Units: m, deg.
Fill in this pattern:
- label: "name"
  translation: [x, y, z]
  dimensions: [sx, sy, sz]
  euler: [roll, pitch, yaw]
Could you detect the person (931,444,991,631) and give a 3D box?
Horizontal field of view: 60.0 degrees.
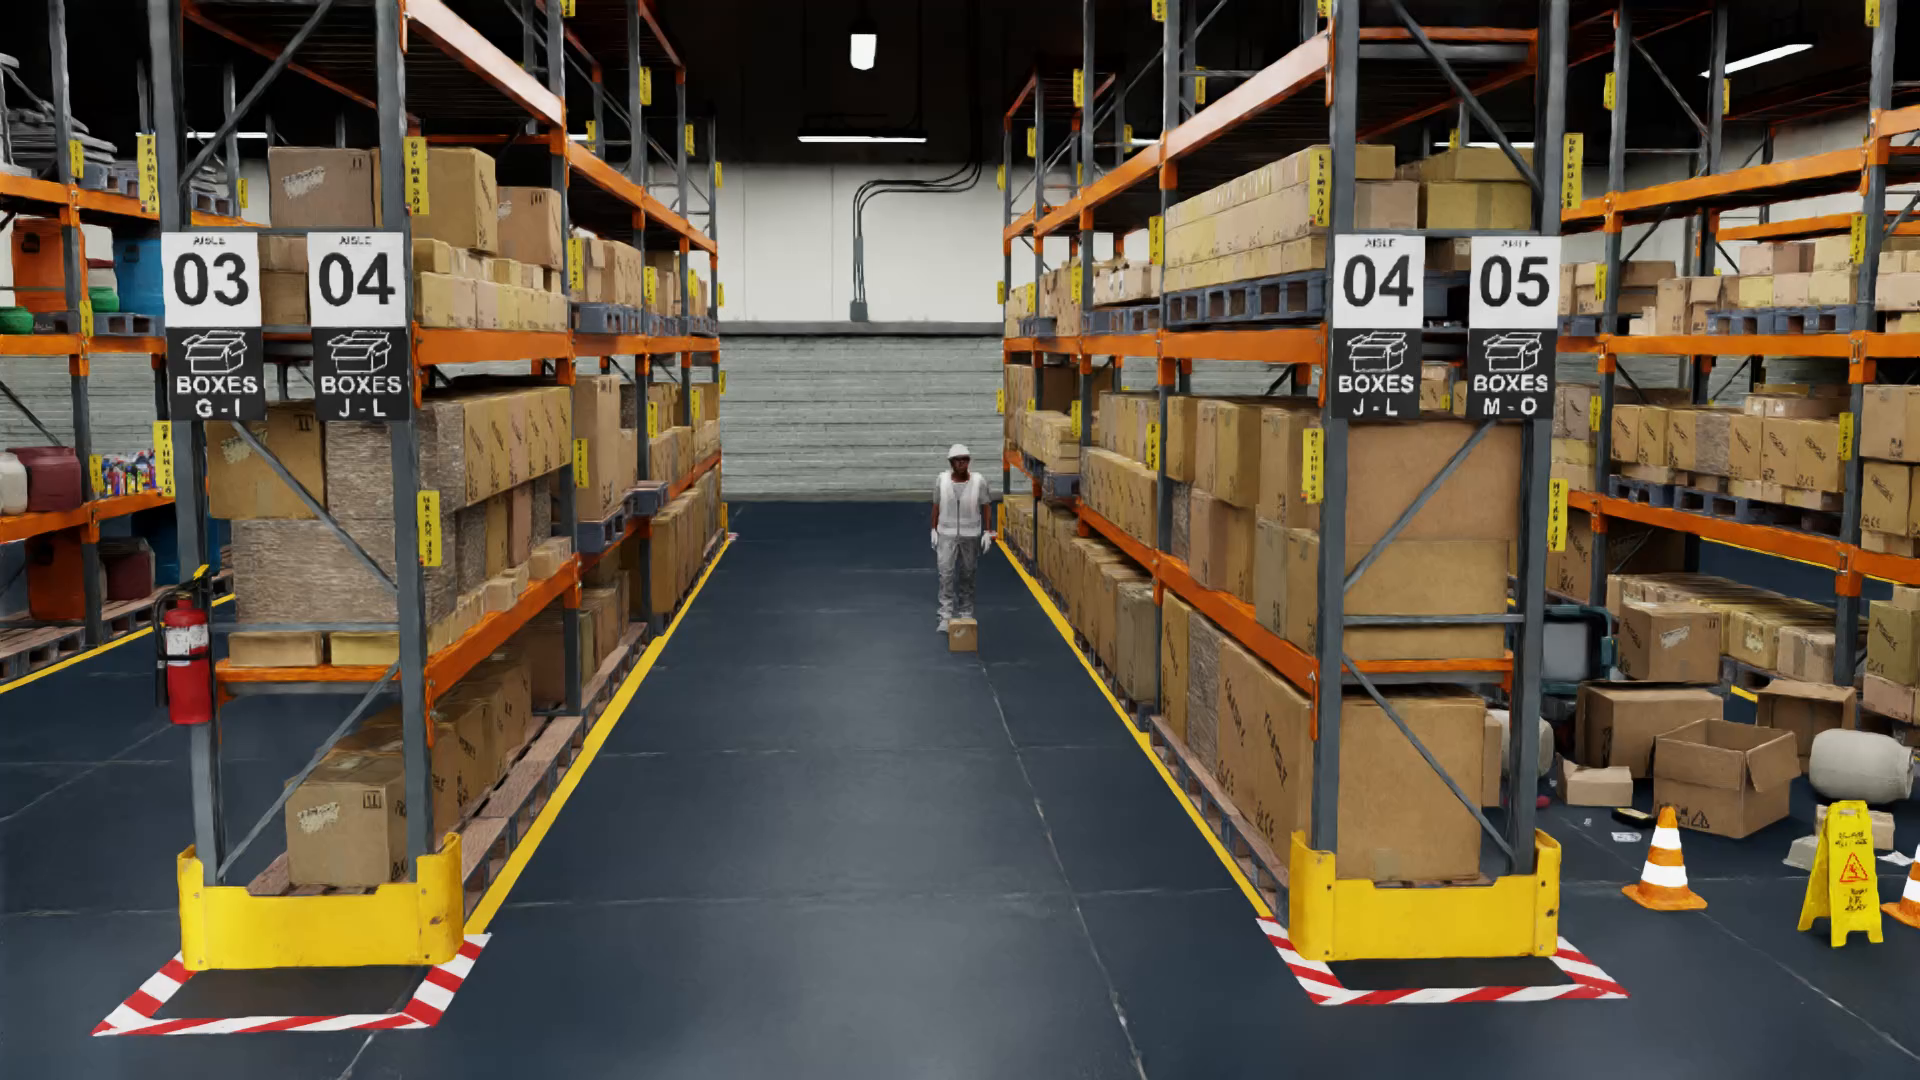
- label: "person"
  translation: [0.009, -0.044, 15.926]
  dimensions: [0.578, 1.758, 0.783]
  euler: [0, 7, -1]
